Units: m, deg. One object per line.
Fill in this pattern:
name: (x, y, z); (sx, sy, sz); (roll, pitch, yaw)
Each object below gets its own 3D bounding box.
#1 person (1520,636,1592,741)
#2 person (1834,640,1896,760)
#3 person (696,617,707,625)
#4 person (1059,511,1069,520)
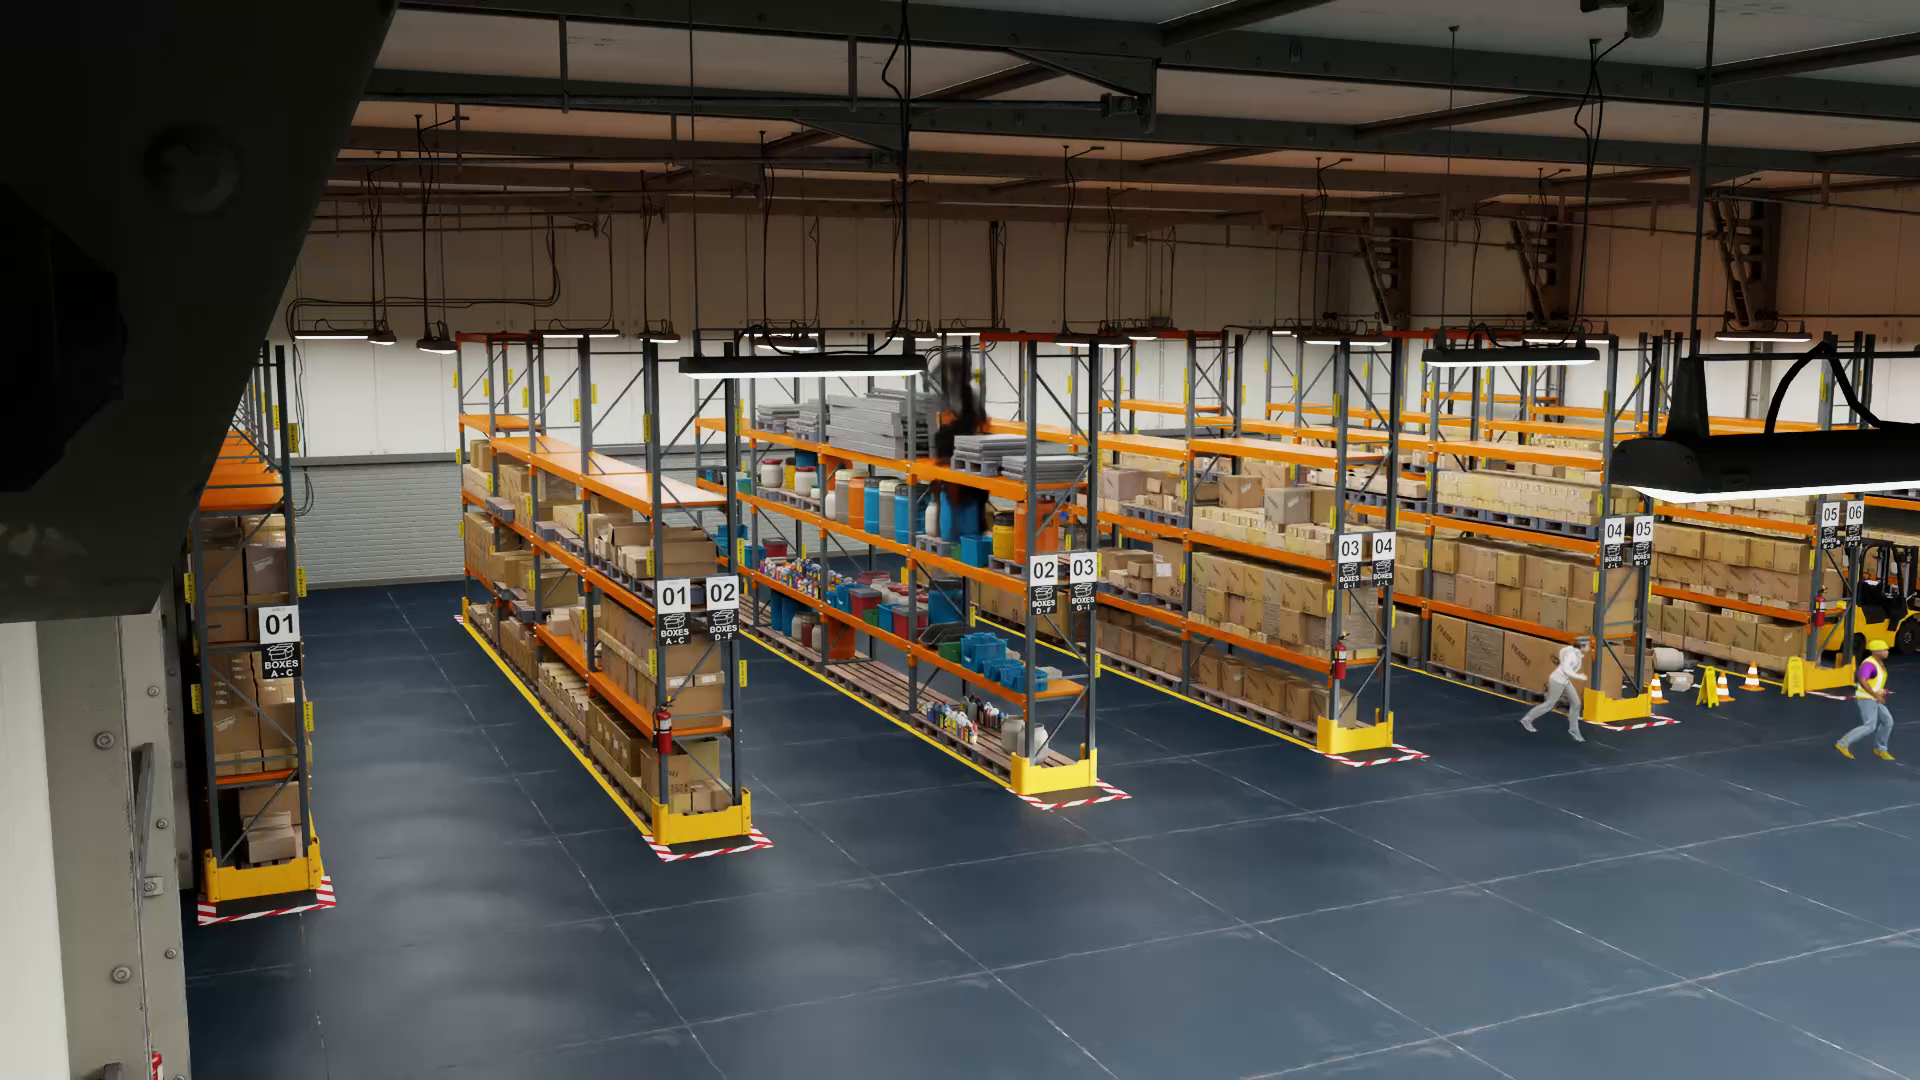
person: (8.968, 2.209, 25.034); (0.966, 1.625, 0.658); (3, 8, 24)
person: (12.996, 2.297, 23.762); (0.744, 1.761, 0.915); (5, 9, 34)
person: (-4.598, 1.589, 29.424); (0.562, 1.614, 0.673); (-3, 8, -24)
person: (2.642, -0.094, 41.731); (0.529, 1.684, 1.062); (3, 8, 24)
